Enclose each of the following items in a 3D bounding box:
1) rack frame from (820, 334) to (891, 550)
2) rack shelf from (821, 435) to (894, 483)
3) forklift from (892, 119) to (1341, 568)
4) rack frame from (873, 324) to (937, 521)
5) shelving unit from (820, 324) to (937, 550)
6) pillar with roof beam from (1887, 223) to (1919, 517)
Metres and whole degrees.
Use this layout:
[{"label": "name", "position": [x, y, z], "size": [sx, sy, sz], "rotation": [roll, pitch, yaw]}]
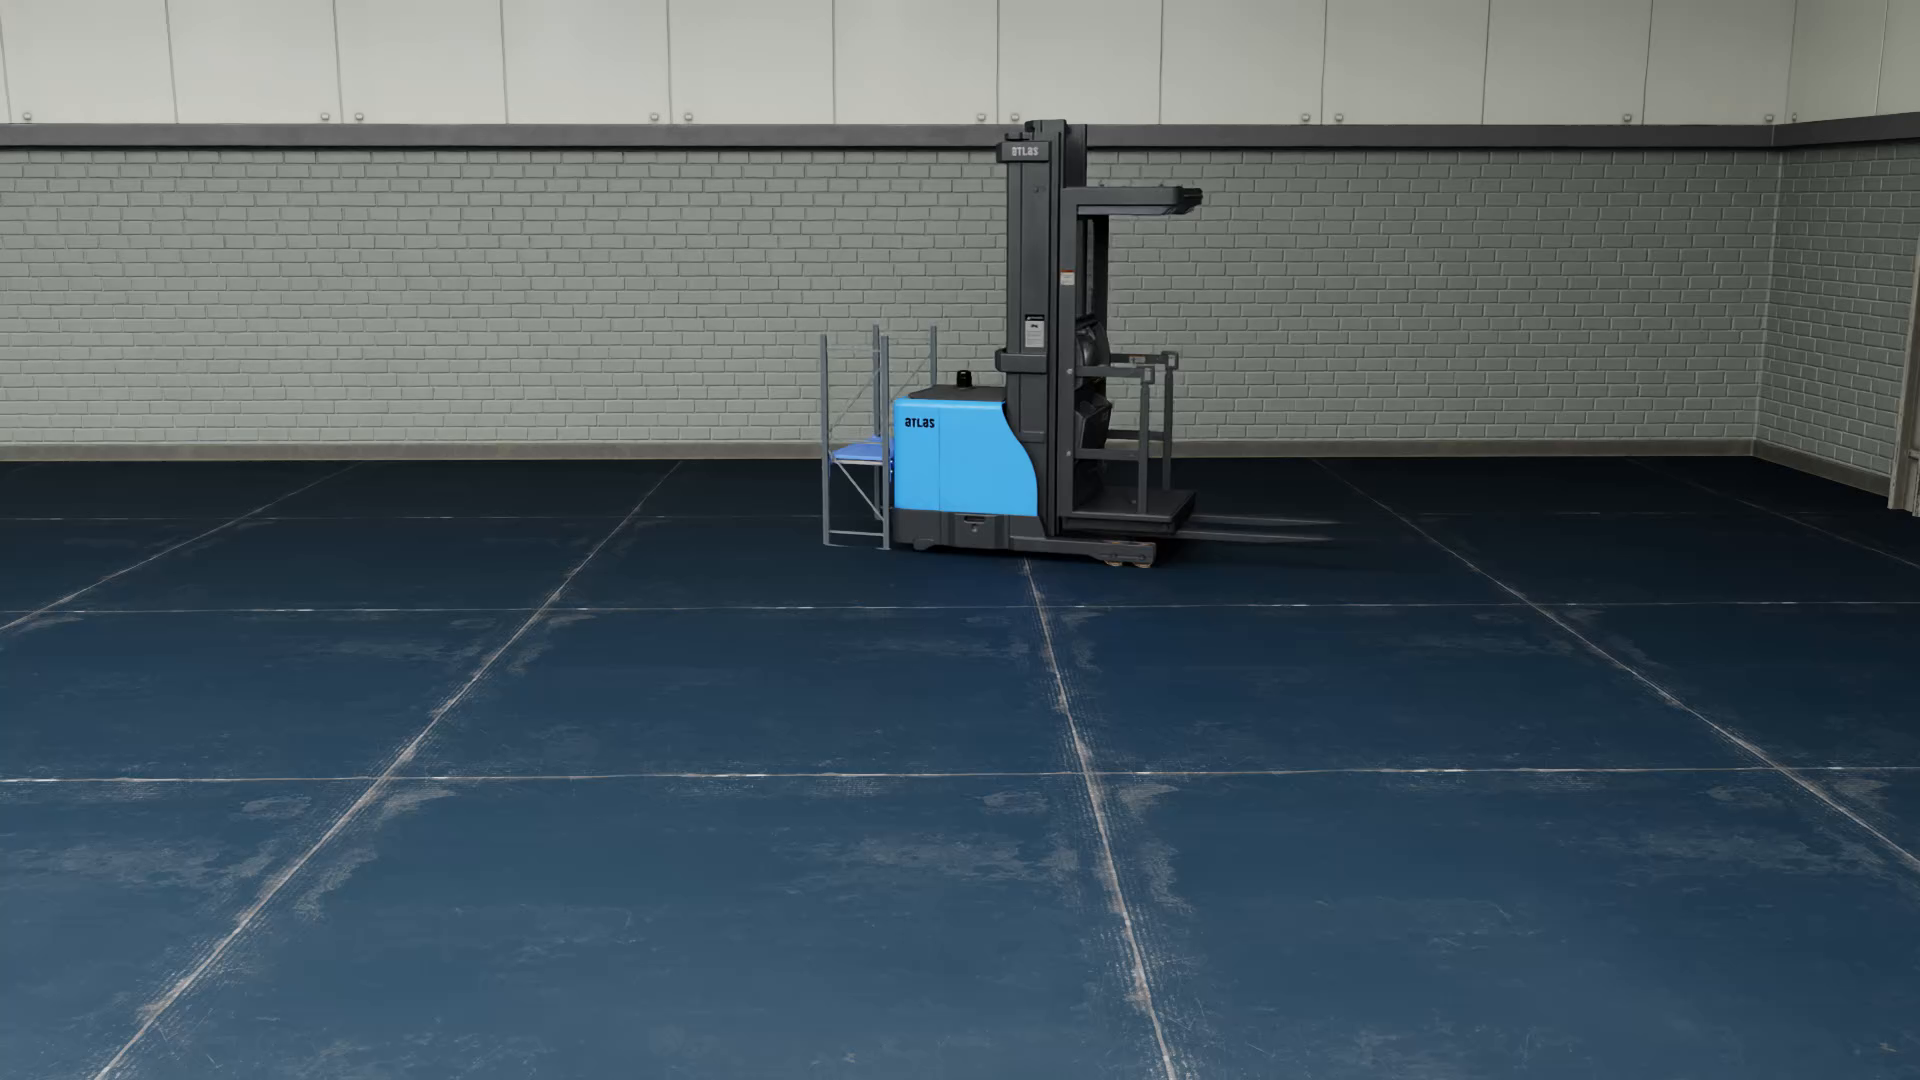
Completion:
[{"label": "rack frame", "position": [-0.733, -0.683, 11.653], "size": [0.500, 1.500, 0.032], "rotation": [4, 12, 18]}, {"label": "rack shelf", "position": [-0.574, -0.603, 12.162], "size": [0.538, 0.185, 1.000], "rotation": [4, 12, 18]}, {"label": "forklift", "position": [1.101, -1.366, 11.423], "size": [3.031, 2.935, 1.130], "rotation": [3, 12, 16]}, {"label": "rack frame", "position": [-0.415, -0.875, 12.600], "size": [0.500, 1.500, 0.032], "rotation": [4, 12, 18]}, {"label": "shelving unit", "position": [-0.574, -0.779, 12.127], "size": [0.538, 1.500, 1.048], "rotation": [4, 12, 18]}, {"label": "pillar with roof beam", "position": [3.294, -4.615, 12.172], "size": [9.100, 9.000, 0.400], "rotation": [0, 11, -1]}]
